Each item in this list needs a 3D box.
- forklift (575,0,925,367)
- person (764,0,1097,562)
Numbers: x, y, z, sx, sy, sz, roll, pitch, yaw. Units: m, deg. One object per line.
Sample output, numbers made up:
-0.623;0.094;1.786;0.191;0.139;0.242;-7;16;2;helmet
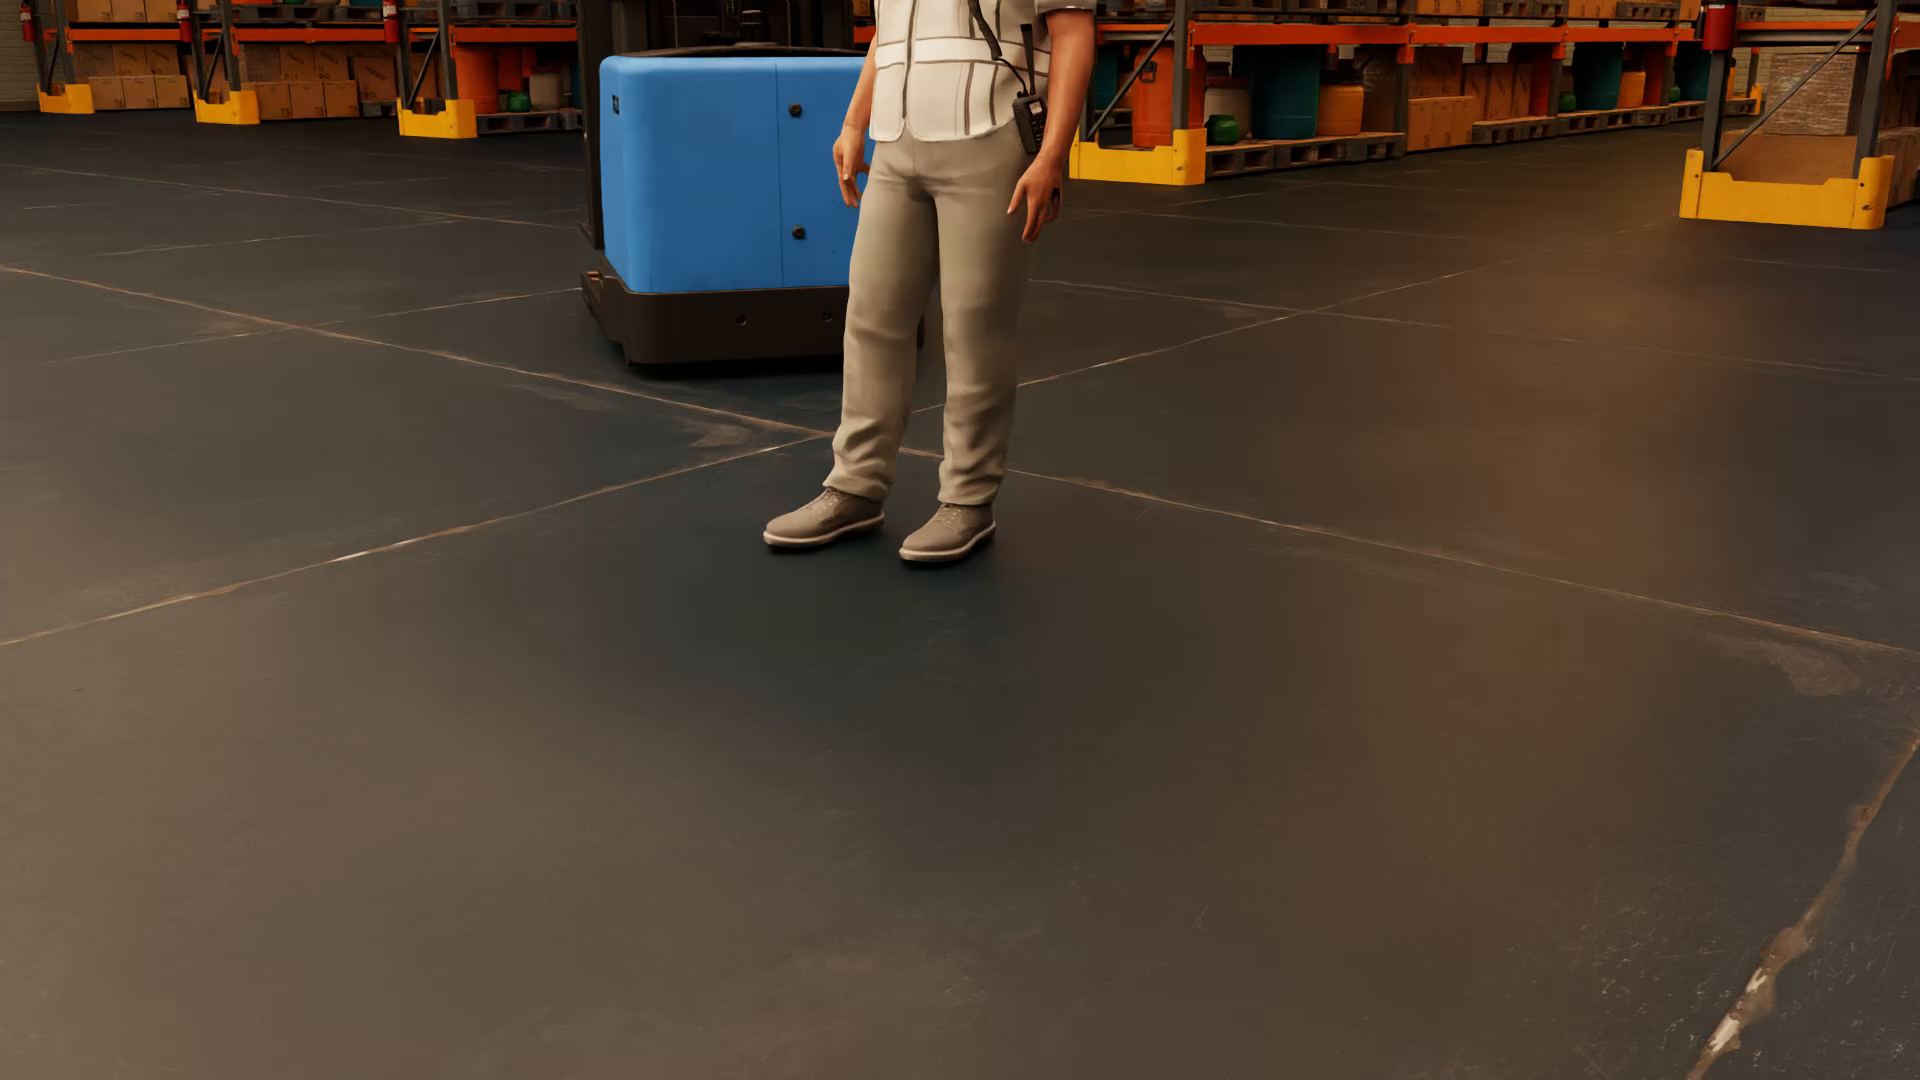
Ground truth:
-1.035;-2.390;6.769;1.130;2.935;3.031;-5;18;-16;forklift
-0.059;-0.844;3.630;0.641;1.778;0.574;13;21;37;person
